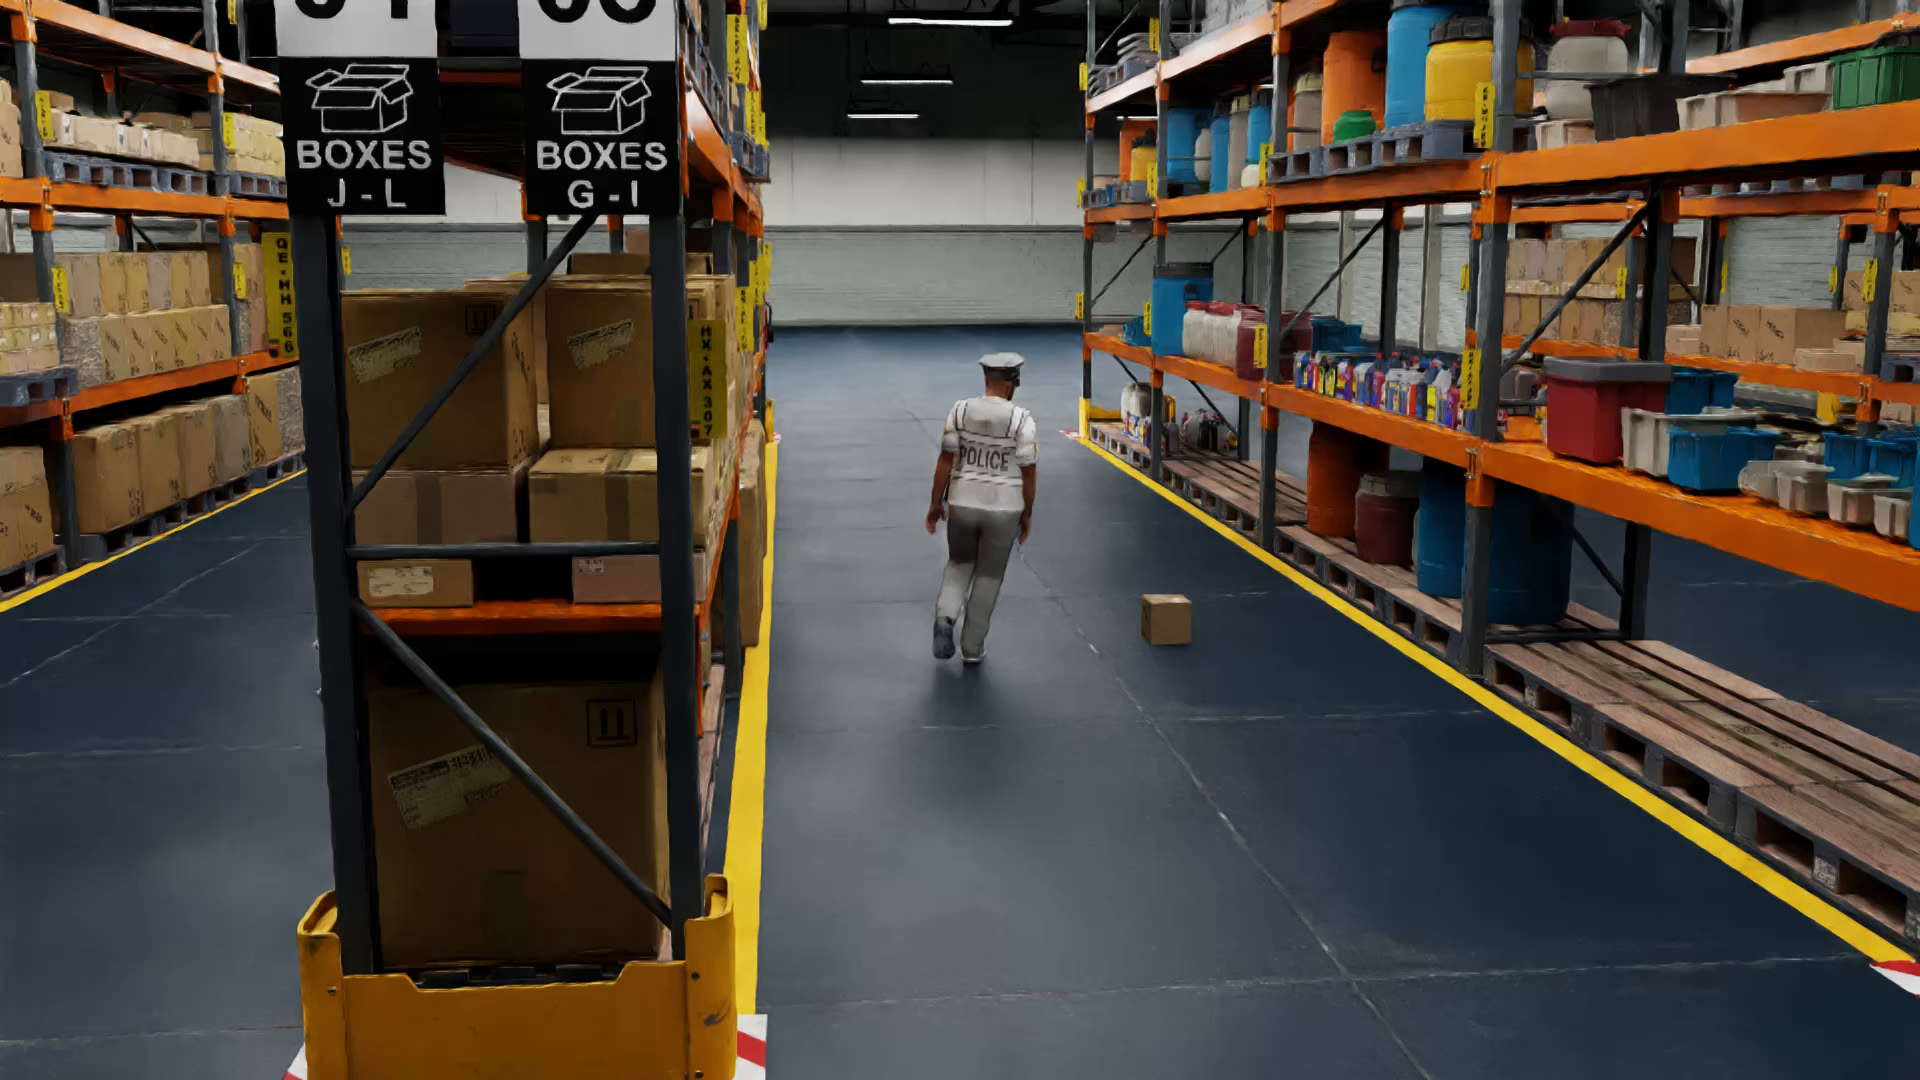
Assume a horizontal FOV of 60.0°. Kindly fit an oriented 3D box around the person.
[{"bbox_3d":[0.130,-0.175,9.278,0.637,1.731,0.483,3,10,16],"label":"person"}]
